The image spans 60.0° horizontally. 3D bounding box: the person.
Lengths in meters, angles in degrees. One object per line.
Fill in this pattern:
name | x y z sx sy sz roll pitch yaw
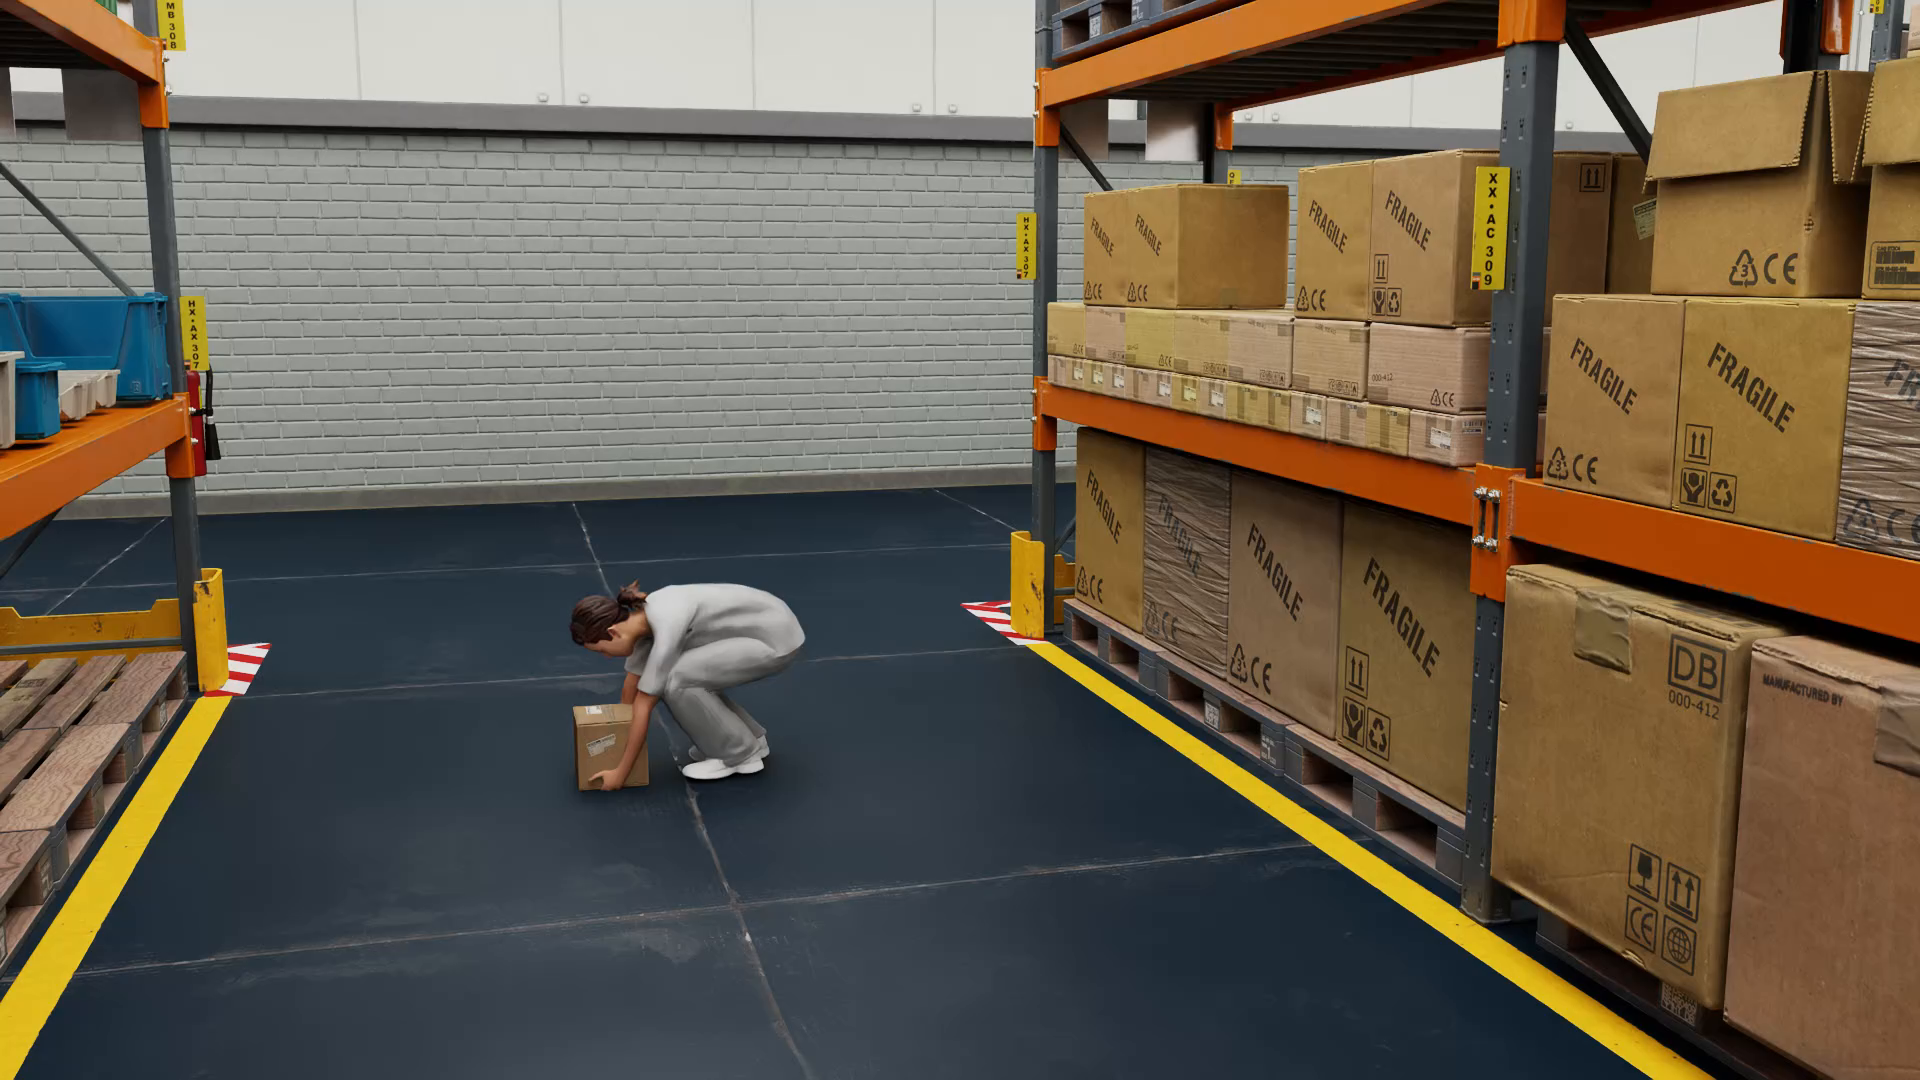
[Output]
person | -1.061 0.301 6.145 0.864 1.162 0.414 -3 10 -18
